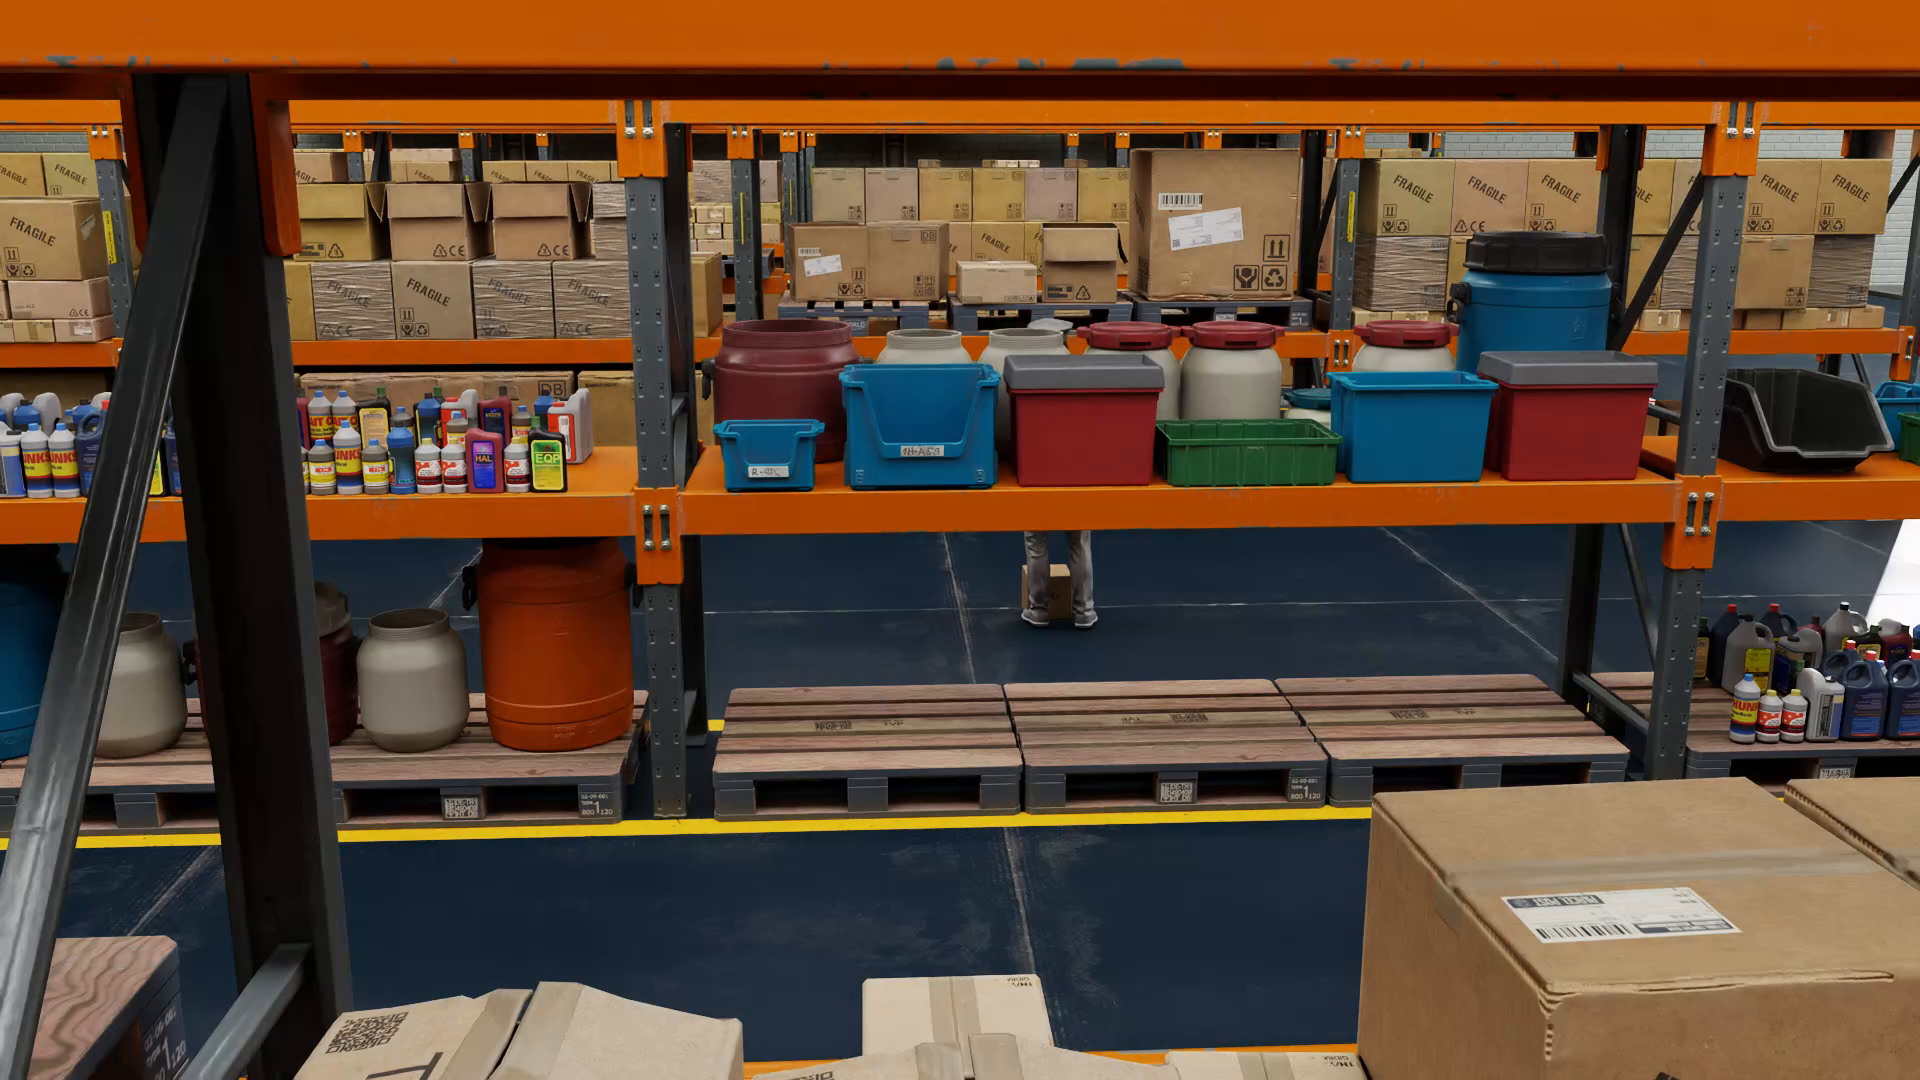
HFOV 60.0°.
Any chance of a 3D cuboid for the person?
[{"bbox_3d":[0.495,-0.346,8.905,0.547,1.667,0.408,-2,14,-6],"label":"person"}]
